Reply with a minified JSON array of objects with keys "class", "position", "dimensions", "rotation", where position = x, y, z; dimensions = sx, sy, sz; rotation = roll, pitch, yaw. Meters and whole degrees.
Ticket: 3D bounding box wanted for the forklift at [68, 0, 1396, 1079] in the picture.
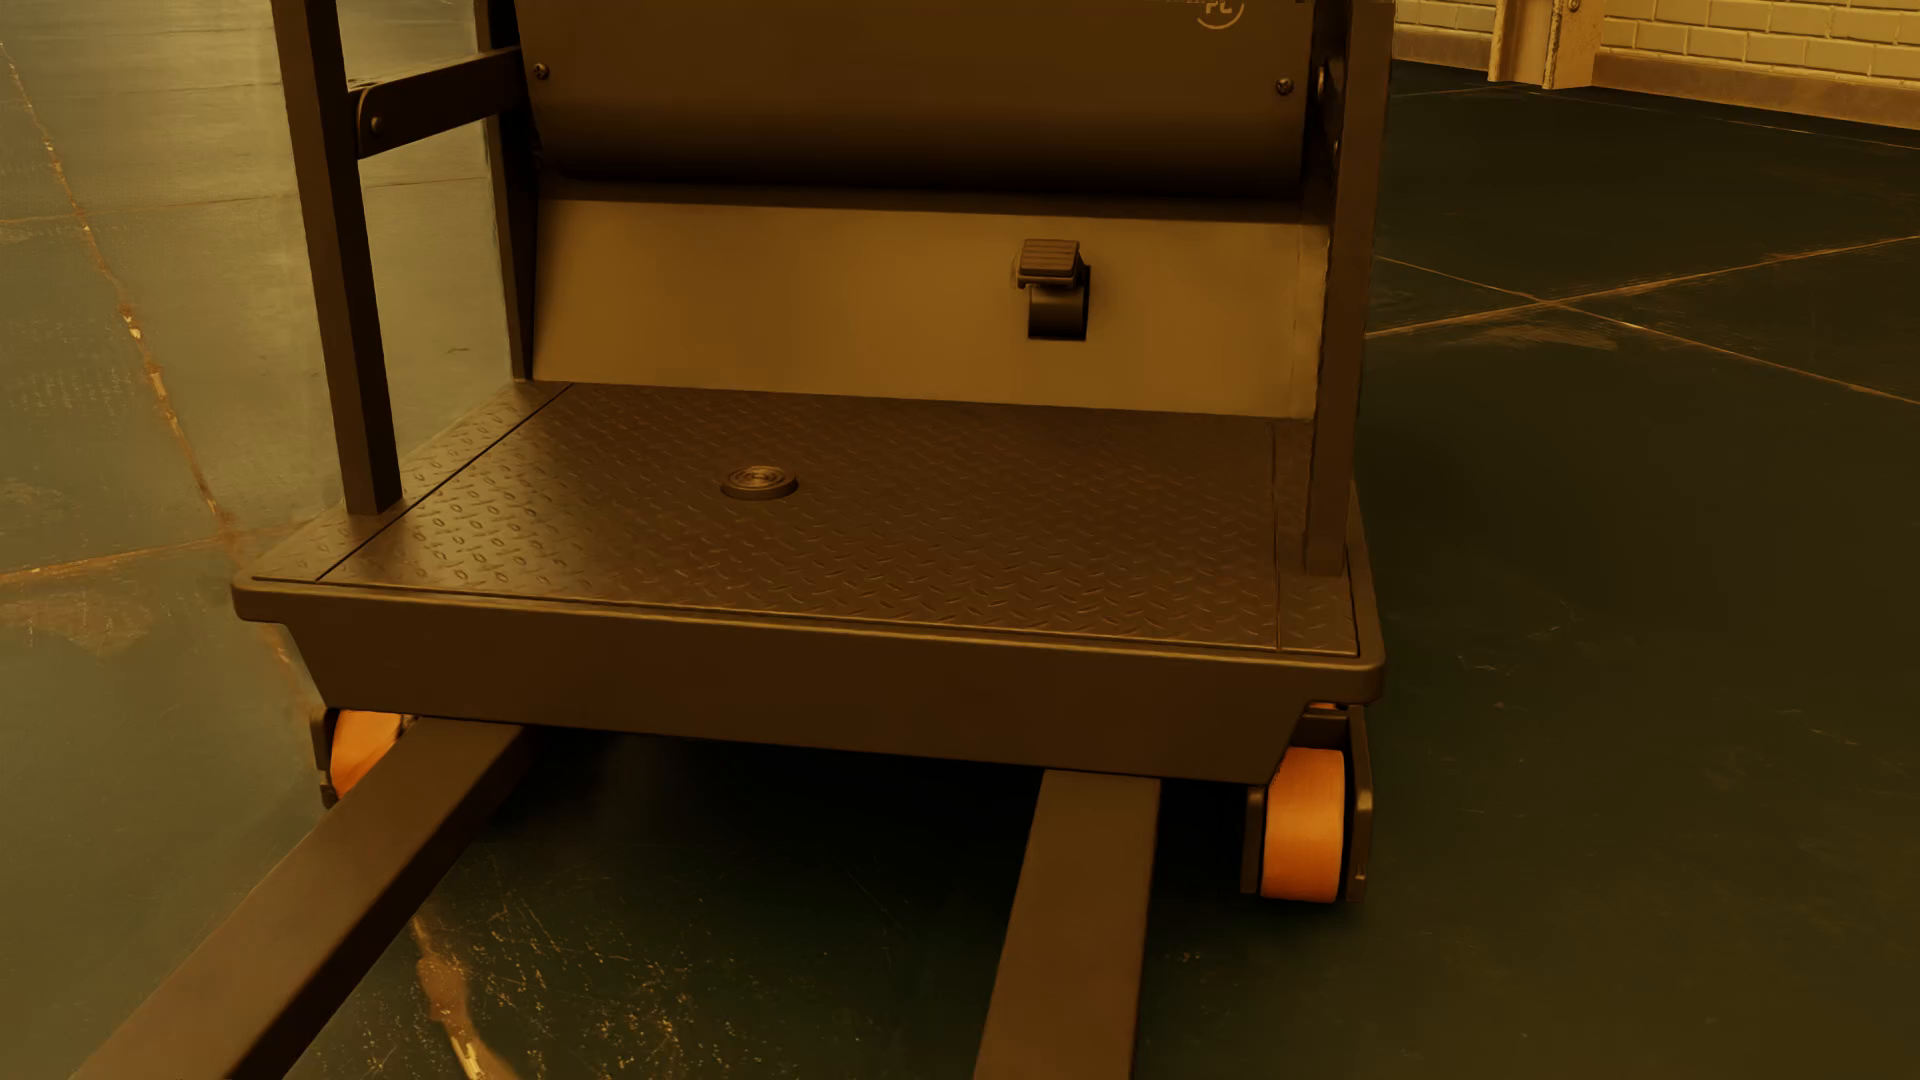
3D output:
[{"class":"forklift","position":[-0.093,-1.126,1.518],"dimensions":[1.130,2.935,3.031],"rotation":[4,23,9]}]
